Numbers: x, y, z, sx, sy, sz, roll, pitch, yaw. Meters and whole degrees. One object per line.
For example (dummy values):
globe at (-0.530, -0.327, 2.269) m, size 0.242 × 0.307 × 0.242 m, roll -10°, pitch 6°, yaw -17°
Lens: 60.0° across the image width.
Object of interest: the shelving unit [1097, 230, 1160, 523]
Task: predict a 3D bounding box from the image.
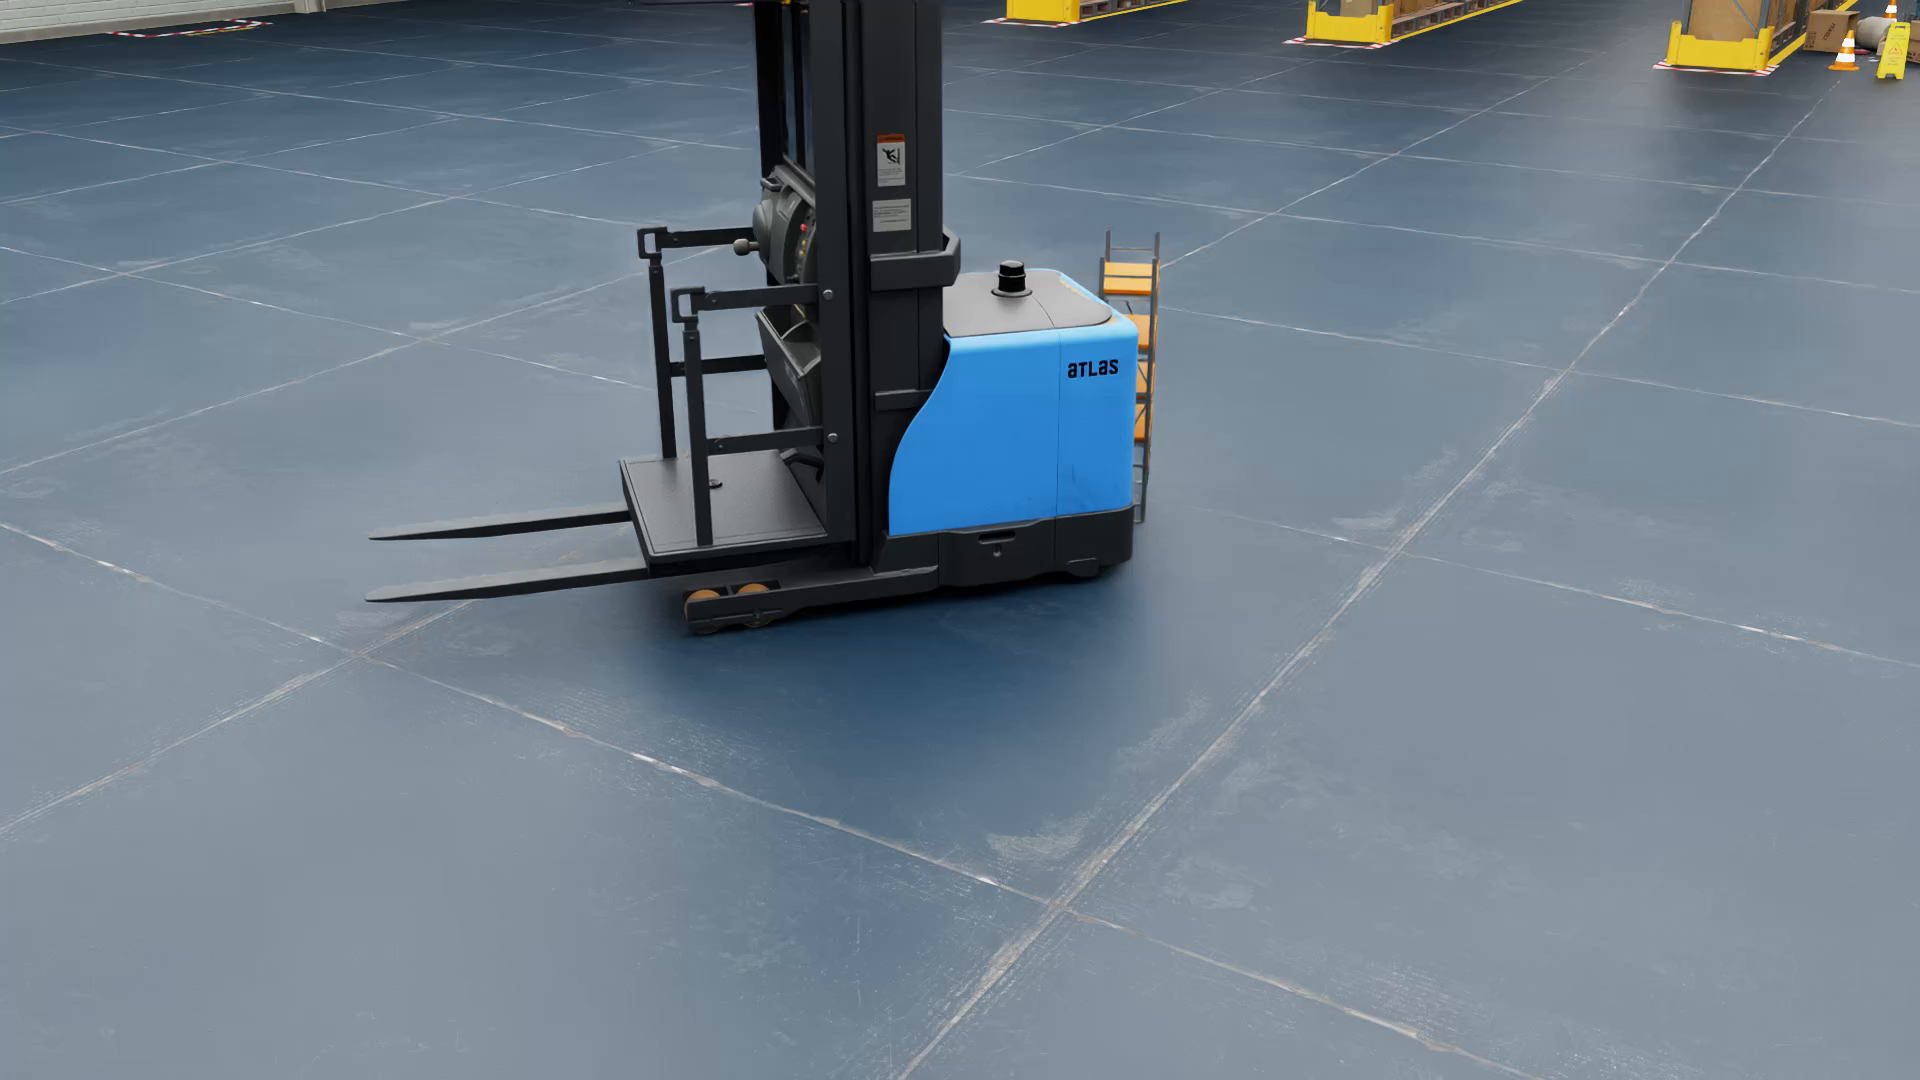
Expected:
shelving unit at (0.739, -0.731, 7.428) m, size 0.258 × 1.200 × 0.503 m, roll 3°, pitch 24°, yaw 7°

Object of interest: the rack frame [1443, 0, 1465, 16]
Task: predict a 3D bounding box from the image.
rack frame at (7.623, -9.871, 26.276) m, size 1.000 × 3.000 × 0.127 m, roll 14°, pitch 27°, yaw 29°

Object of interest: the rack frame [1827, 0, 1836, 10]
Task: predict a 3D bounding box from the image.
rack frame at (13.894, -10.147, 26.914) m, size 1.000 × 3.000 × 0.127 m, roll 14°, pitch 27°, yaw 29°

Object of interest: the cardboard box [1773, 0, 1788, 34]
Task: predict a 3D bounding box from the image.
cardboard box at (10.920, -7.512, 22.973) m, size 0.875 × 0.875 × 0.875 m, roll 14°, pitch 27°, yaw 29°

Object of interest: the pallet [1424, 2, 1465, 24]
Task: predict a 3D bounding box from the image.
pallet at (7.299, -8.357, 26.289) m, size 1.003 × 0.211 × 1.213 m, roll 14°, pitch 27°, yaw 29°

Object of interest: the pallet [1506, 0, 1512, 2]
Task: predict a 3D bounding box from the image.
pallet at (9.320, -9.678, 29.340) m, size 1.003 × 0.211 × 1.213 m, roll 14°, pitch 27°, yaw 29°

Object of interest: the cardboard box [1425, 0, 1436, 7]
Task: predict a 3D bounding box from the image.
cardboard box at (7.082, -8.595, 25.946) m, size 0.500 × 0.500 × 0.500 m, roll -18°, pitch 29°, yaw -36°

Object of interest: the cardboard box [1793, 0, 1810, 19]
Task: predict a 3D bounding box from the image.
cardboard box at (12.035, -8.186, 24.687) m, size 1.050 × 0.750 × 0.750 m, roll 14°, pitch 27°, yaw 29°

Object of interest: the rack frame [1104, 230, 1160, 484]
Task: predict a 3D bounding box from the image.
rack frame at (0.771, -0.827, 7.649) m, size 0.240 × 1.200 × 0.015 m, roll 3°, pitch 24°, yaw 7°

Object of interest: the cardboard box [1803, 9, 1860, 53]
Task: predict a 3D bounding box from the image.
cardboard box at (11.837, -6.912, 22.585) m, size 0.500 × 0.500 × 0.500 m, roll 20°, pitch 30°, yaw 38°

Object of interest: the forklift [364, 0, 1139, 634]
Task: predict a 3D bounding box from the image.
forklift at (-0.857, -1.217, 6.372) m, size 3.031 × 2.935 × 1.130 m, roll -7°, pitch 24°, yaw -15°

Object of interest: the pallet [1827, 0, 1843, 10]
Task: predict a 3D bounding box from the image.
pallet at (14.307, -9.131, 28.077) m, size 1.003 × 0.211 × 1.213 m, roll 14°, pitch 27°, yaw 29°

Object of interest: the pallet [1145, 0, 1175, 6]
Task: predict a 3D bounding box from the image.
pallet at (3.026, -9.411, 28.724) m, size 1.003 × 0.211 × 1.213 m, roll 14°, pitch 27°, yaw 29°

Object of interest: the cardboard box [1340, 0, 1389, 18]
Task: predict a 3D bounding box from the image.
cardboard box at (5.857, -7.774, 24.049) m, size 0.500 × 0.500 × 0.500 m, roll 20°, pitch 30°, yaw 38°

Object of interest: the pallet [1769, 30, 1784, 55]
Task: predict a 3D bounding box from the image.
pallet at (10.673, -6.864, 22.840) m, size 1.003 × 0.211 × 1.213 m, roll 14°, pitch 27°, yaw 29°

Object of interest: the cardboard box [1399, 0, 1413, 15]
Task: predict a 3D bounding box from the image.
cardboard box at (6.489, -8.190, 25.011) m, size 0.500 × 0.500 × 0.500 m, roll 17°, pitch 29°, yaw 34°

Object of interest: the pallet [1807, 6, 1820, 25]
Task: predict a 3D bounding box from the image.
pallet at (12.769, -8.207, 25.943) m, size 1.003 × 0.211 × 1.213 m, roll 14°, pitch 27°, yaw 29°

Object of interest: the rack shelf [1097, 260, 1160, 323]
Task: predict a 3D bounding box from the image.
rack shelf at (0.739, -1.091, 7.271) m, size 0.258 × 0.148 × 0.480 m, roll 3°, pitch 24°, yaw 7°

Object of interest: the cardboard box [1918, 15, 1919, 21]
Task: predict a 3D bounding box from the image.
cardboard box at (13.194, -6.801, 22.157) m, size 0.797 × 0.637 × 0.503 m, roll 14°, pitch 27°, yaw 29°

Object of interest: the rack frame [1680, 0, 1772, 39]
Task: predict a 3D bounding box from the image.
rack frame at (9.674, -7.447, 20.677) m, size 1.000 × 3.000 × 0.127 m, roll 14°, pitch 27°, yaw 29°

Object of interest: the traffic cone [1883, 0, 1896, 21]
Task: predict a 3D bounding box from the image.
traffic cone at (13.774, -7.769, 24.614) m, size 0.336 × 0.463 × 0.334 m, roll 14°, pitch 27°, yaw 29°

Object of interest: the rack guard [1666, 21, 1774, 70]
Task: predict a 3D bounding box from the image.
rack guard at (9.661, -6.292, 21.155) m, size 1.175 × 0.500 × 0.348 m, roll 14°, pitch 27°, yaw 29°

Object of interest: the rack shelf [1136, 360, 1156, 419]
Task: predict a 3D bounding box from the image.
rack shelf at (0.739, -0.669, 7.454) m, size 0.258 × 0.148 × 0.480 m, roll 3°, pitch 24°, yaw 7°

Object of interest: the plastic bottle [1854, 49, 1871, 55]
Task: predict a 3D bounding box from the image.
plastic bottle at (12.043, -6.543, 22.287) m, size 0.283 × 0.061 × 0.133 m, roll 5°, pitch 24°, yaw 11°

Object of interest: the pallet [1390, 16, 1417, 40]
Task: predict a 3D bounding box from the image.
pallet at (6.012, -7.534, 24.387) m, size 1.003 × 0.211 × 1.213 m, roll 14°, pitch 27°, yaw 29°

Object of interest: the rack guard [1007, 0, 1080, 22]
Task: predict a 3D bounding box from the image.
rack guard at (1.305, -8.447, 26.133) m, size 1.175 × 0.500 × 0.348 m, roll 14°, pitch 27°, yaw 29°

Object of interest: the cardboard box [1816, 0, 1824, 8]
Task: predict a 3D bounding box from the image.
cardboard box at (13.038, -8.825, 26.163) m, size 1.050 × 0.750 × 0.750 m, roll 14°, pitch 27°, yaw 30°

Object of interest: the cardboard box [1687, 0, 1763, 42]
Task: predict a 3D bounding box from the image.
cardboard box at (9.975, -6.908, 21.577) m, size 0.875 × 0.875 × 0.875 m, roll 14°, pitch 27°, yaw 29°

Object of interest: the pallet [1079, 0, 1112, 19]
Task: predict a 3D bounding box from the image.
pallet at (1.739, -8.588, 26.822) m, size 1.003 × 0.211 × 1.213 m, roll 14°, pitch 27°, yaw 29°

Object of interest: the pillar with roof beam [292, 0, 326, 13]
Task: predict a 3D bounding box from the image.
pillar with roof beam at (-6.985, -11.878, 23.361) m, size 9.100 × 9.000 × 0.400 m, roll 14°, pitch 27°, yaw 29°
